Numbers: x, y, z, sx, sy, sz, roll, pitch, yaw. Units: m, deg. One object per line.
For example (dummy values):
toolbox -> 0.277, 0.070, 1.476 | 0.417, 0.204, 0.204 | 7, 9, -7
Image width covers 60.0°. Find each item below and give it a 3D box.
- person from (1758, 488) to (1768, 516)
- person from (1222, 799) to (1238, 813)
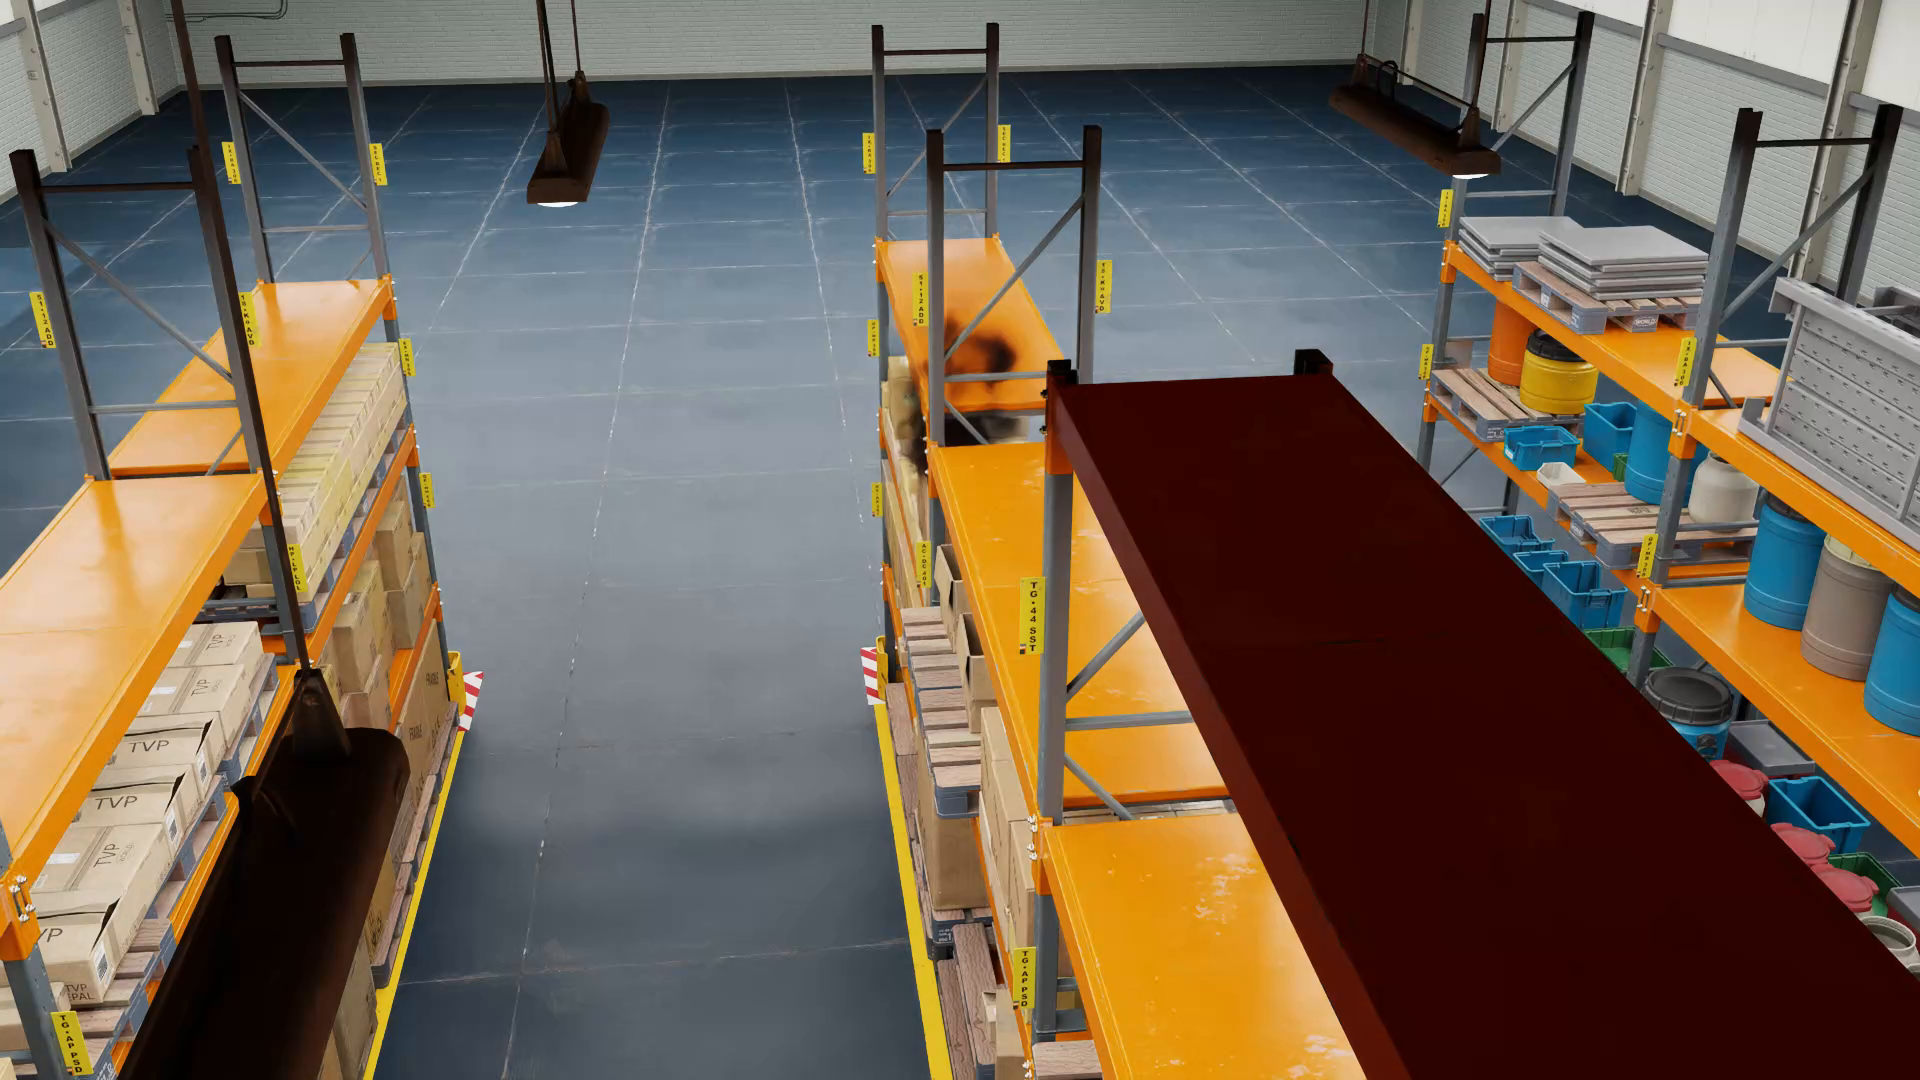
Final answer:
person -> 9.000, -0.664, 18.036 | 0.737, 1.730, 0.591 | 13, 29, 26
person -> 2.142, 1.897, 12.486 | 0.668, 1.807, 0.878 | -7, 26, -15
